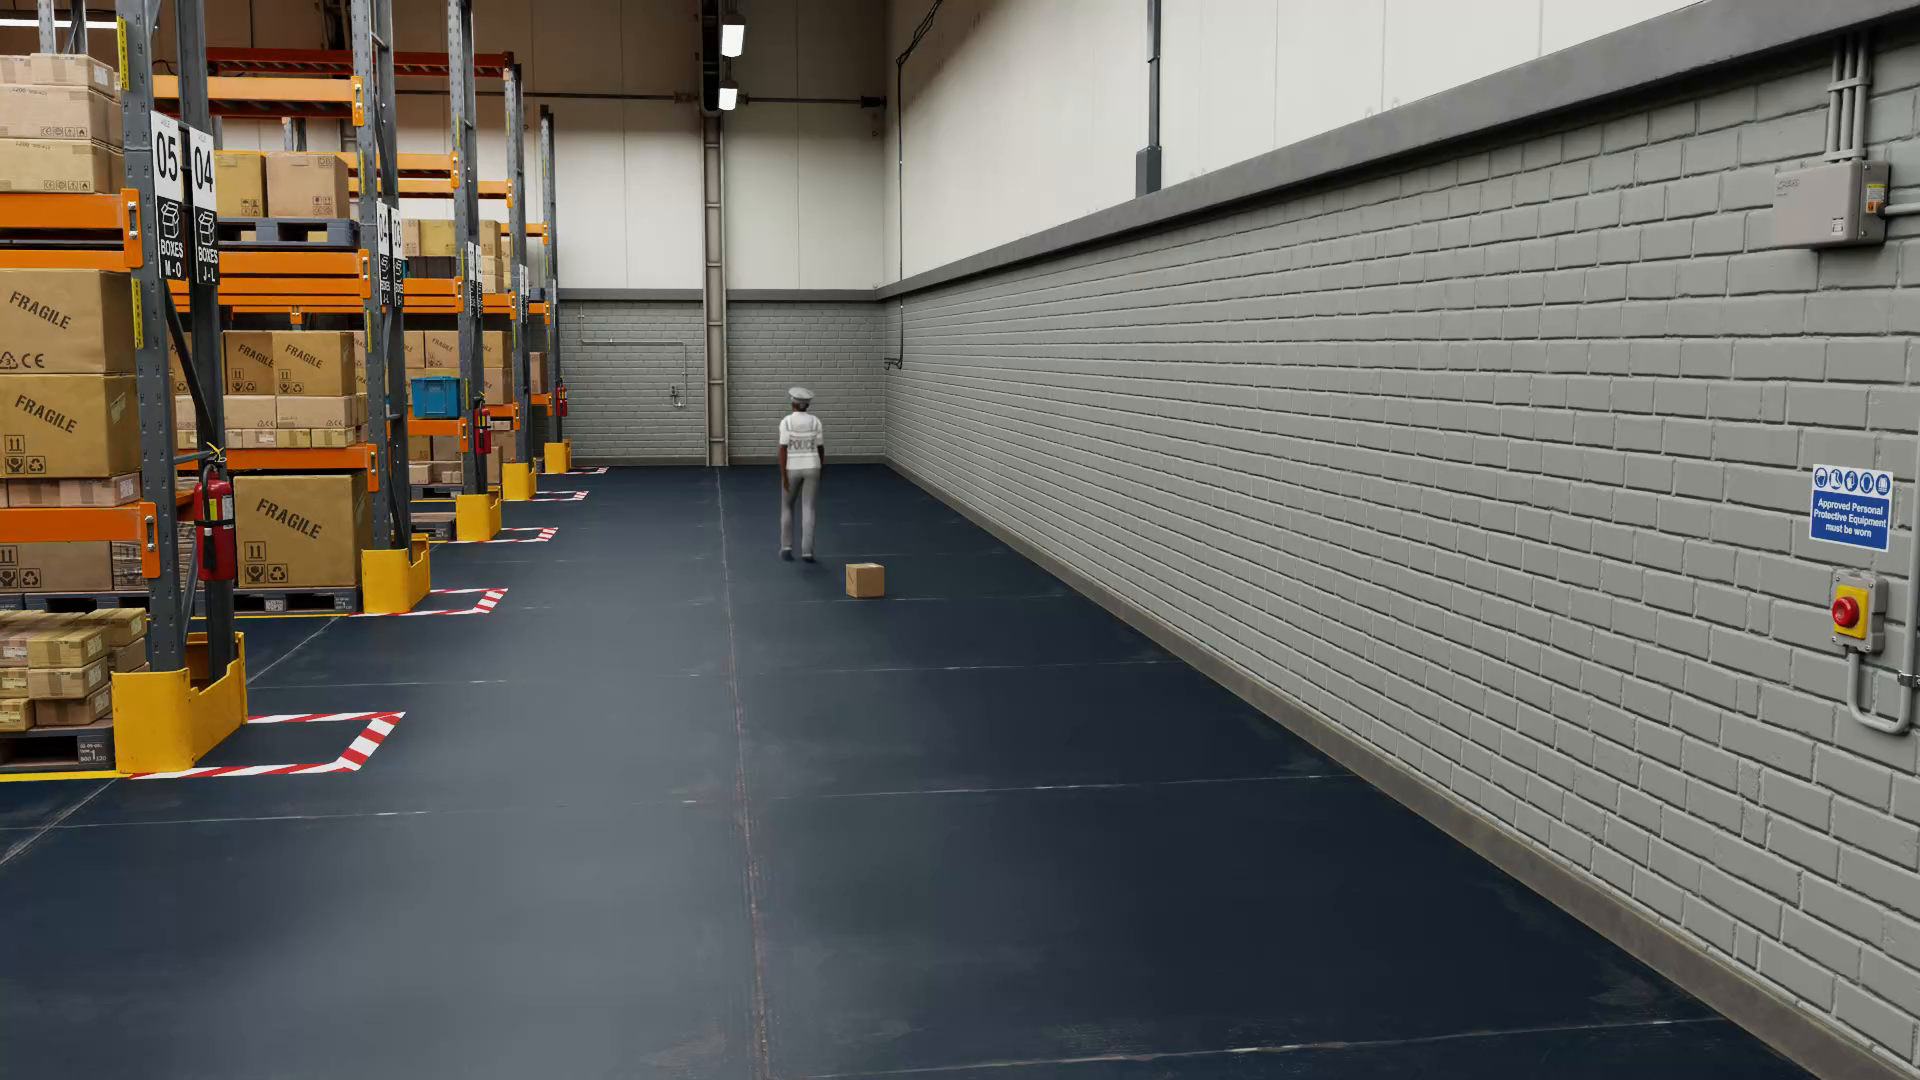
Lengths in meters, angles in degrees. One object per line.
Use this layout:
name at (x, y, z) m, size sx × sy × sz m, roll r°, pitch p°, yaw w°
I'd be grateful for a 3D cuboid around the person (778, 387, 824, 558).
person at (-1.568, -0.651, 16.373) m, size 0.464 × 1.708 × 0.781 m, roll -1°, pitch 7°, yaw -12°
